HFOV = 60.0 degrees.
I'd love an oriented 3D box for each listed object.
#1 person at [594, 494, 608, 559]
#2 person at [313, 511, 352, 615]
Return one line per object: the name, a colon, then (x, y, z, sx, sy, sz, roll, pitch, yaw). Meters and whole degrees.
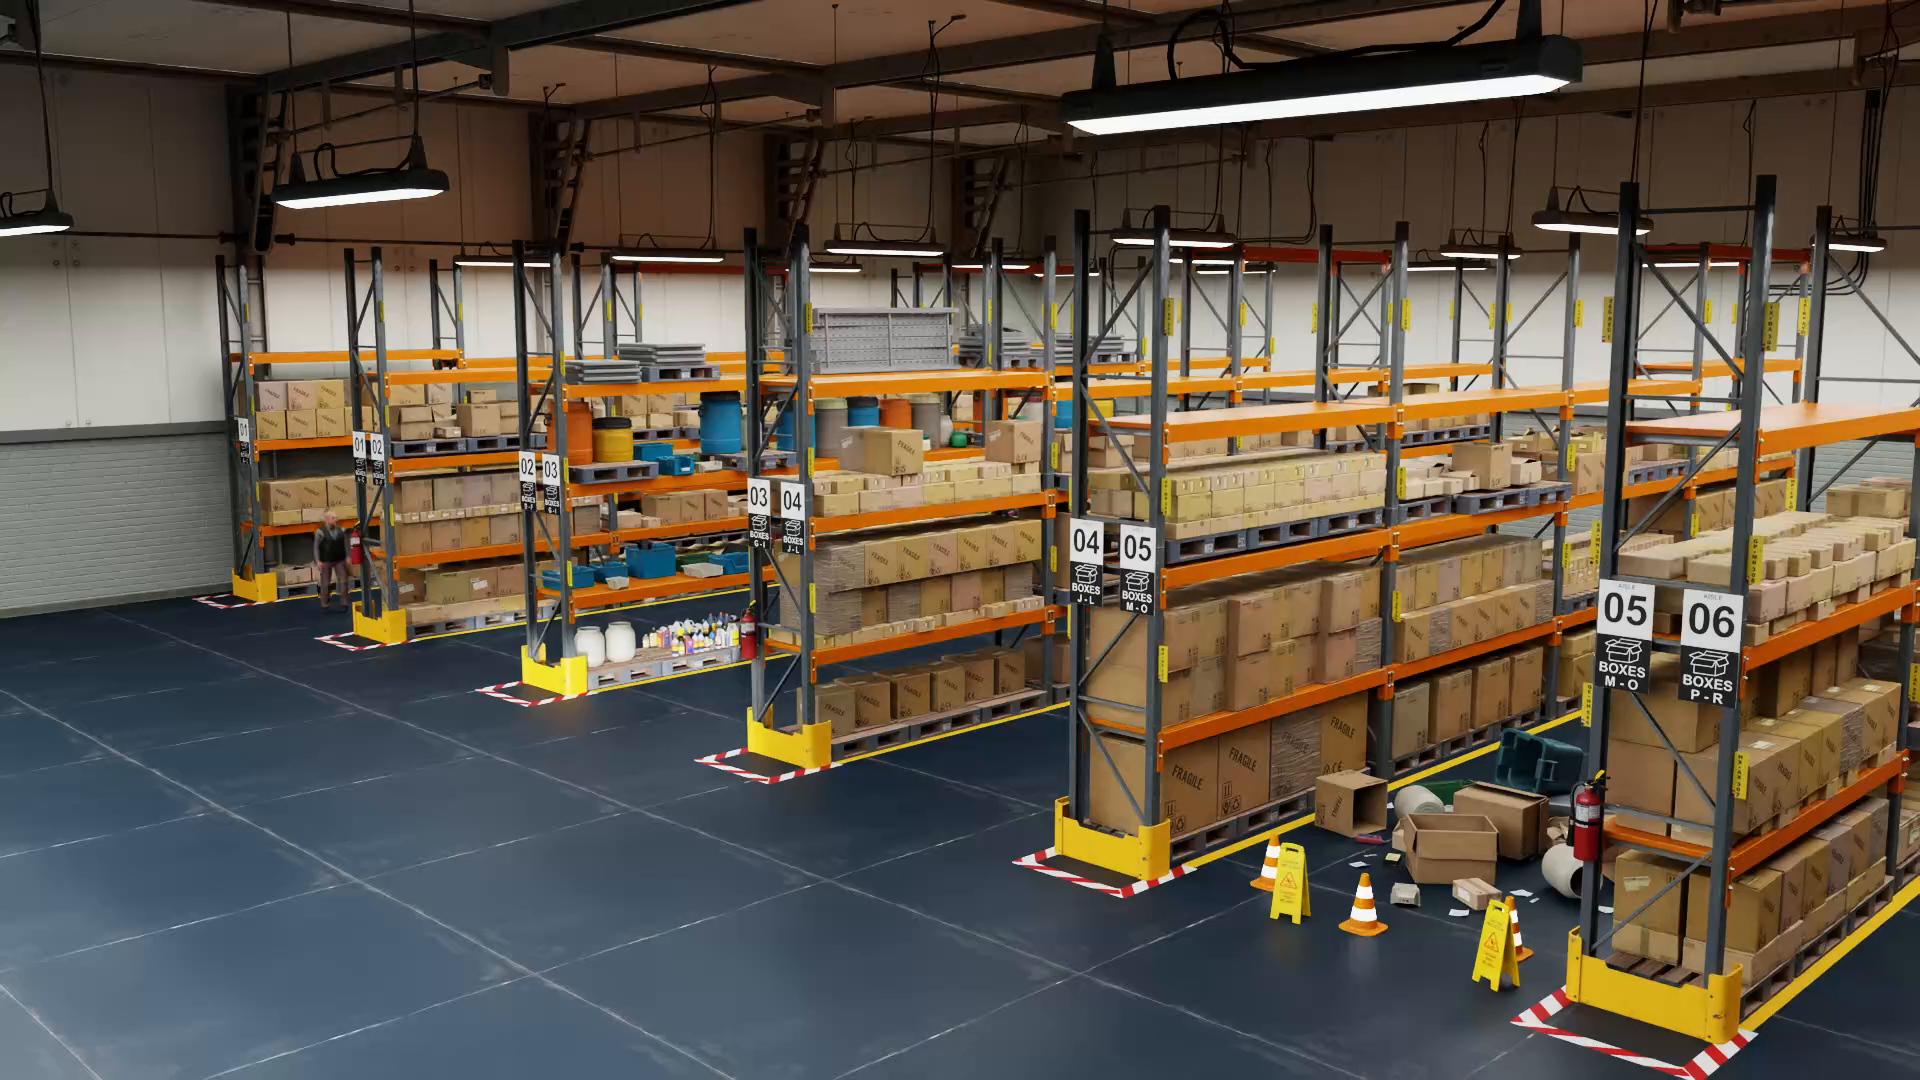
person: (-6.911, -0.157, 32.055, 0.390, 1.593, 0.444, 3, 9, 23)
person: (-10.524, 0.374, 27.892, 0.619, 1.736, 0.394, -6, 10, -34)
